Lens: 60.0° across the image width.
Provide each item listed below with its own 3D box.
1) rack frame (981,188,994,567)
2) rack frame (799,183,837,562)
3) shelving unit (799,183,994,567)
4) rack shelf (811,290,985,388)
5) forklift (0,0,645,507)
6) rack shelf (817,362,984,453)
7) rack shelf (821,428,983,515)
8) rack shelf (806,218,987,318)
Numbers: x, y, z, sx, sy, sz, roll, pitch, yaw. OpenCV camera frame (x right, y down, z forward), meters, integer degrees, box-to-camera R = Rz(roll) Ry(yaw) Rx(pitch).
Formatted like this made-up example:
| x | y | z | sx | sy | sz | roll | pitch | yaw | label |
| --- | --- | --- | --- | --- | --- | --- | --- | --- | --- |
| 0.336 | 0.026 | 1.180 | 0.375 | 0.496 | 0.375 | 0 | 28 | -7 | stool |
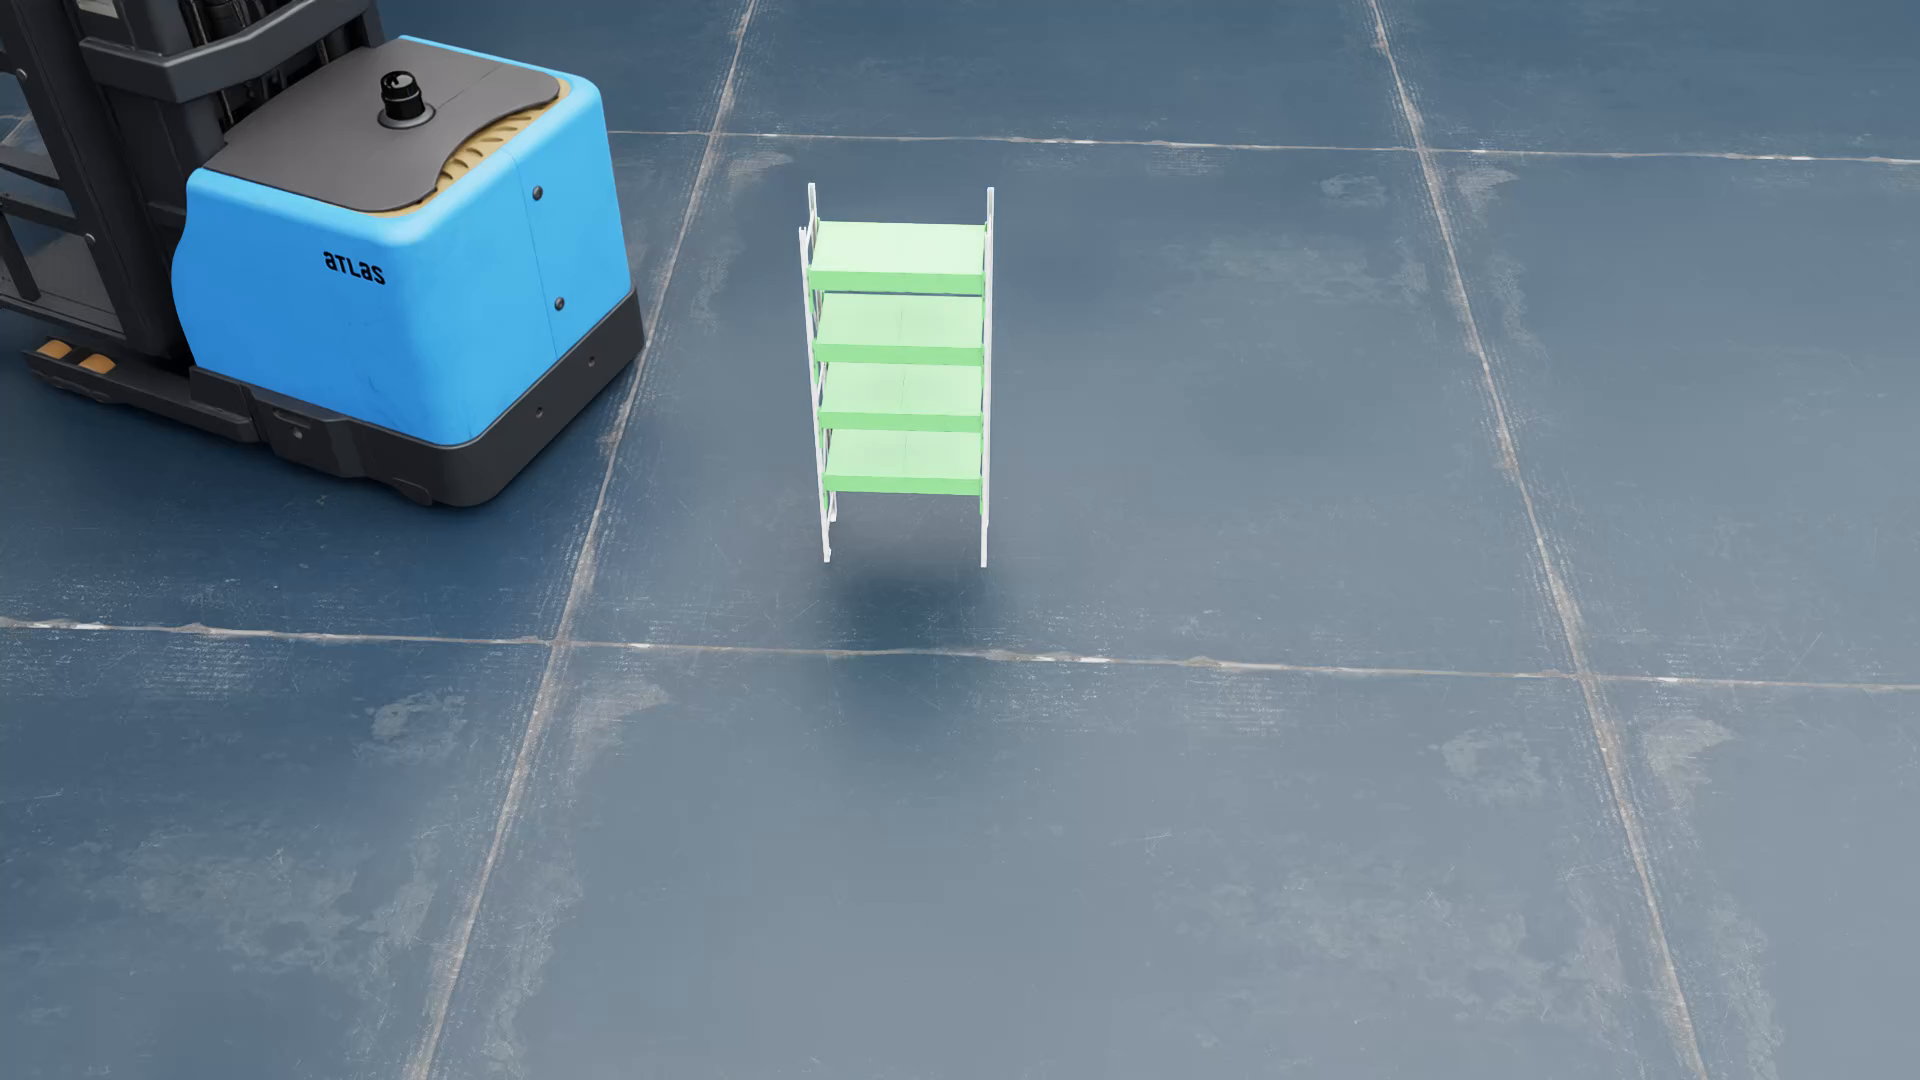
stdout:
| x | y | z | sx | sy | sz | roll | pitch | yaw | label |
| --- | --- | --- | --- | --- | --- | --- | --- | --- | --- |
| 0.078 | -0.437 | 4.838 | 0.015 | 1.200 | 0.240 | 2 | 43 | 2 | rack frame |
| -0.409 | -0.452 | 4.855 | 0.015 | 1.200 | 0.240 | 2 | 43 | 2 | rack frame |
| -0.165 | -0.444 | 4.846 | 0.503 | 1.200 | 0.258 | 2 | 43 | 2 | shelving unit |
| -0.165 | -0.573 | 4.726 | 0.480 | 0.148 | 0.258 | 2 | 43 | 2 | rack shelf |
| -2.678 | -1.856 | 5.092 | 3.031 | 2.935 | 1.130 | 17 | 46 | 18 | forklift |
| -0.165 | -0.397 | 4.890 | 0.480 | 0.148 | 0.258 | 2 | 43 | 2 | rack shelf |
| -0.165 | -0.222 | 5.054 | 0.480 | 0.148 | 0.258 | 2 | 43 | 2 | rack shelf |
| -0.165 | -0.749 | 4.563 | 0.480 | 0.148 | 0.258 | 2 | 43 | 2 | rack shelf |
